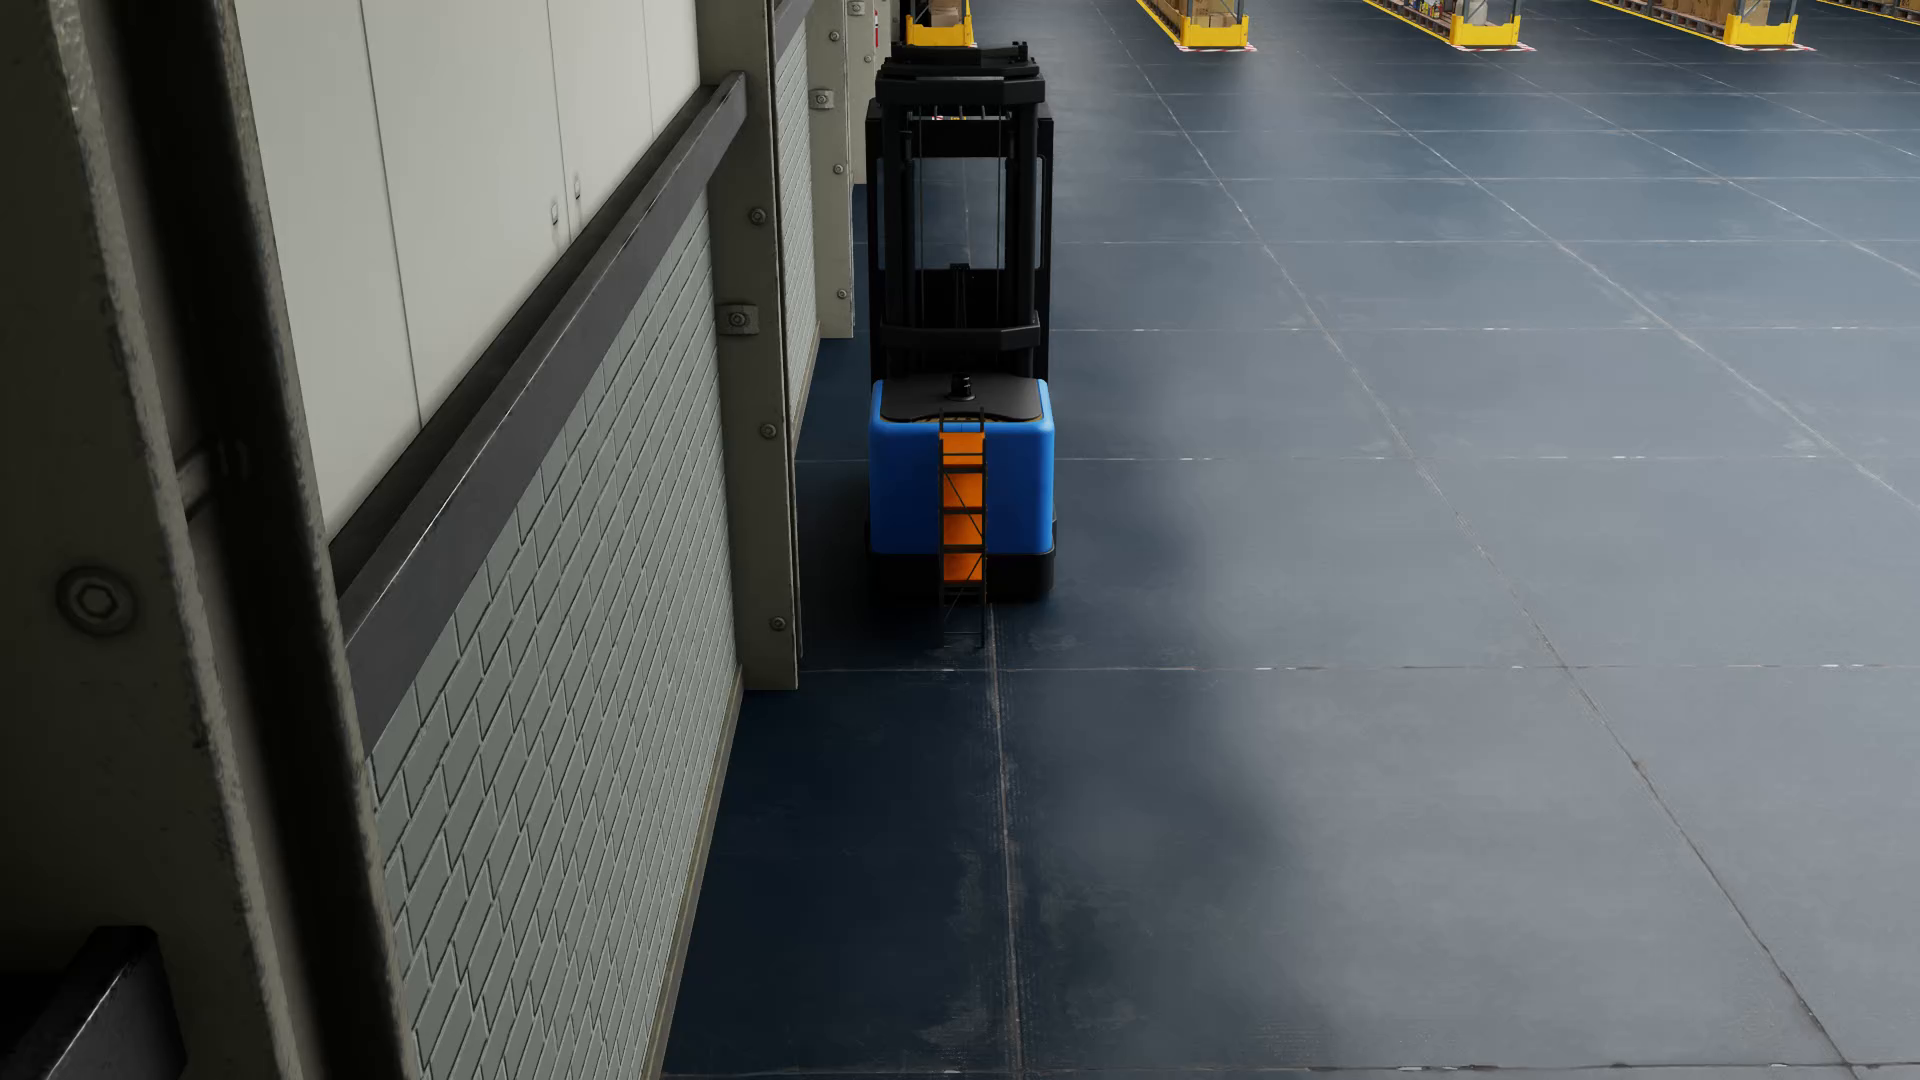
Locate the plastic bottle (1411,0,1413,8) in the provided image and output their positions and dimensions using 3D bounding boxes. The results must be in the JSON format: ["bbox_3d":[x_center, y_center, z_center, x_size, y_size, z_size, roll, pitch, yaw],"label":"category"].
[{"bbox_3d":[9.045,-10.685,33.097,0.097,0.201,0.097,0,24,0],"label":"plastic bottle"}]

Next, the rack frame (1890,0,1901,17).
[{"bbox_3d":[19.391,-11.980,33.097,1.000,3.000,0.127,0,24,-1],"label":"rack frame"}]

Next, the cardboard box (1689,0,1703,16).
[{"bbox_3d":[14.494,-10.395,32.117,0.500,0.500,0.500,-2,24,-5],"label":"cardboard box"}]

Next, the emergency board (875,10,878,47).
[{"bbox_3d":[-1.204,-7.078,22.259,0.194,1.169,0.643,0,24,-1],"label":"emergency board"}]

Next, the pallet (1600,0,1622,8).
[{"bbox_3d":[14.404,-11.553,35.538,1.003,0.211,1.213,0,24,-1],"label":"pallet"}]

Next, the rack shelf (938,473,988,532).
[{"bbox_3d":[0.012,-0.211,8.880,0.258,0.148,0.480,0,24,-1],"label":"rack shelf"}]

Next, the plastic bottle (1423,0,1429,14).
[{"bbox_3d":[9.078,-10.383,32.247,0.144,0.351,0.185,0,24,-1],"label":"plastic bottle"}]

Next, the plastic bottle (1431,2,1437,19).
[{"bbox_3d":[9.043,-10.094,31.691,0.061,0.283,0.133,0,24,1],"label":"plastic bottle"}]

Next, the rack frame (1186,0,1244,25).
[{"bbox_3d":[4.568,-10.308,29.401,1.000,3.000,0.127,0,24,-1],"label":"rack frame"}]

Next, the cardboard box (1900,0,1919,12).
[{"bbox_3d":[19.328,-10.943,32.875,0.875,0.875,0.875,0,24,0],"label":"cardboard box"}]

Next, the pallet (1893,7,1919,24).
[{"bbox_3d":[19.321,-10.395,32.978,1.003,0.211,1.213,0,24,-1],"label":"pallet"}]

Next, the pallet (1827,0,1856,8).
[{"bbox_3d":[19.291,-11.531,35.489,1.003,0.211,1.213,0,24,-1],"label":"pallet"}]

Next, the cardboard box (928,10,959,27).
[{"bbox_3d":[-0.303,-9.545,30.443,0.500,0.311,0.500,-3,25,-7],"label":"cardboard box"}]

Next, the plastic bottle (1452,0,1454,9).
[{"bbox_3d":[9.775,-10.627,32.787,0.144,0.351,0.185,-1,24,-3],"label":"plastic bottle"}]

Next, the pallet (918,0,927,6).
[{"bbox_3d":[-0.439,-10.982,34.276,1.003,0.211,1.213,0,24,-1],"label":"pallet"}]

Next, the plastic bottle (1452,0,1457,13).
[{"bbox_3d":[9.676,-10.452,32.483,0.061,0.283,0.133,0,24,-1],"label":"plastic bottle"}]

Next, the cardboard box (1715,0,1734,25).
[{"bbox_3d":[14.443,-9.907,31.038,0.500,0.500,0.500,6,25,13],"label":"cardboard box"}]

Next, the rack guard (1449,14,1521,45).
[{"bbox_3d":[9.473,-9.221,30.030,1.175,0.500,0.348,0,24,-1],"label":"rack guard"}]

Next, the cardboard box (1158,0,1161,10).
[{"bbox_3d":[4.226,-10.702,33.100,0.500,0.250,0.500,0,24,-1],"label":"cardboard box"}]

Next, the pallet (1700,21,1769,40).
[{"bbox_3d":[14.499,-9.446,30.880,1.003,0.211,1.213,0,24,-1],"label":"pallet"}]

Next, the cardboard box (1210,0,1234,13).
[{"bbox_3d":[4.777,-10.016,30.673,0.500,0.500,0.500,0,24,-1],"label":"cardboard box"}]

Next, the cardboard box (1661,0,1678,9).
[{"bbox_3d":[14.394,-10.886,33.204,0.500,0.500,0.500,-1,24,-2],"label":"cardboard box"}]

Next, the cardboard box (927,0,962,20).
[{"bbox_3d":[-0.267,-10.168,31.592,0.700,0.500,0.500,-2,24,-4],"label":"cardboard box"}]

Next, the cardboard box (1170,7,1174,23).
[{"bbox_3d":[4.242,-9.878,31.277,0.500,0.250,0.500,0,24,-1],"label":"cardboard box"}]

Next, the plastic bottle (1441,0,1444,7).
[{"bbox_3d":[9.628,-10.705,32.961,0.144,0.351,0.185,0,24,-1],"label":"plastic bottle"}]

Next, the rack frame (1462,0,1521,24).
[{"bbox_3d":[9.521,-10.328,29.447,1.000,3.000,0.127,0,24,-1],"label":"rack frame"}]

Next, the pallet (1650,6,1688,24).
[{"bbox_3d":[14.473,-10.452,33.103,1.003,0.211,1.213,0,24,-1],"label":"pallet"}]

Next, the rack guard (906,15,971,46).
[{"bbox_3d":[-0.386,-9.176,29.932,1.175,0.500,0.348,0,24,-1],"label":"rack guard"}]

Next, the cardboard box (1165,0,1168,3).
[{"bbox_3d":[4.227,-10.632,32.034,0.500,0.500,0.500,0,24,-1],"label":"cardboard box"}]

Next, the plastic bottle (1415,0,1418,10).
[{"bbox_3d":[9.071,-10.636,32.807,0.144,0.351,0.185,0,24,1],"label":"plastic bottle"}]

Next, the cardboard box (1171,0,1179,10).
[{"bbox_3d":[4.239,-10.220,31.123,0.500,0.500,0.500,0,24,-1],"label":"cardboard box"}]

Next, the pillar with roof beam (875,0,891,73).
[{"bbox_3d":[3.112,-10.849,23.317,9.100,9.000,0.400,0,24,-1],"label":"pillar with roof beam"}]

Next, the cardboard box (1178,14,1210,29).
[{"bbox_3d":[4.267,-9.466,30.366,0.500,0.250,0.500,0,24,-1],"label":"cardboard box"}]

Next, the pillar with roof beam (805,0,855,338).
[{"bbox_3d":[3.243,-5.904,12.384,9.100,9.000,0.400,0,24,-1],"label":"pillar with roof beam"}]

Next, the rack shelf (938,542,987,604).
[{"bbox_3d":[0.012,0.174,9.054,0.258,0.148,0.480,0,24,-1],"label":"rack shelf"}]

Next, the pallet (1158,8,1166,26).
[{"bbox_3d":[4.491,-10.358,32.895,1.003,0.211,1.213,0,24,-1],"label":"pallet"}]

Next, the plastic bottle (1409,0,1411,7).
[{"bbox_3d":[9.043,-10.801,33.268,0.097,0.271,0.097,0,24,0],"label":"plastic bottle"}]

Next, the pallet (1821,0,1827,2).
[{"bbox_3d":[19.280,-12.032,36.597,1.003,0.211,1.213,0,24,-1],"label":"pallet"}]

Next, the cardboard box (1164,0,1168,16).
[{"bbox_3d":[4.227,-10.290,32.188,0.500,0.250,0.500,0,24,-1],"label":"cardboard box"}]

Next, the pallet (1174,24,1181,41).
[{"bbox_3d":[4.518,-9.352,30.672,1.003,0.211,1.213,0,24,-1],"label":"pallet"}]

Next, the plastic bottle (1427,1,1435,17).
[{"bbox_3d":[9.086,-10.204,31.942,0.152,0.276,0.135,-1,24,-2],"label":"plastic bottle"}]

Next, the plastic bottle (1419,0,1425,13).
[{"bbox_3d":[9.033,-10.459,32.498,0.061,0.283,0.133,1,24,2],"label":"plastic bottle"}]

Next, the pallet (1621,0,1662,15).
[{"bbox_3d":[14.420,-11.049,34.424,1.003,0.211,1.213,0,24,-1],"label":"pallet"}]

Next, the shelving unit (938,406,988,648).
[{"bbox_3d":[0.012,-0.068,8.945,0.258,1.200,0.503,0,24,-1],"label":"shelving unit"}]

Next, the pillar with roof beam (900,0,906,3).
[{"bbox_3d":[2.981,-15.794,34.250,9.100,9.000,0.400,0,24,-1],"label":"pillar with roof beam"}]

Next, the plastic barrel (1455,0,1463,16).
[{"bbox_3d":[9.432,-9.864,30.928,0.421,0.512,0.421,0,24,0],"label":"plastic barrel"}]

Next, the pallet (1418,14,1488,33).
[{"bbox_3d":[9.459,-9.925,31.939,1.003,0.211,1.213,0,24,-1],"label":"pallet"}]

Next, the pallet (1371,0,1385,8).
[{"bbox_3d":[9.414,-11.534,35.495,1.003,0.211,1.213,0,24,-1],"label":"pallet"}]

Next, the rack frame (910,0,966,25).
[{"bbox_3d":[-0.385,-10.284,29.348,1.000,3.000,0.127,0,24,-1],"label":"rack frame"}]

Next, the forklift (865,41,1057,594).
[{"bbox_3d":[-0.006,-1.592,10.213,1.130,2.935,3.031,0,24,-1],"label":"forklift"}]

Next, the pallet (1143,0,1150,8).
[{"bbox_3d":[4.461,-11.493,35.405,1.003,0.211,1.213,0,24,-1],"label":"pallet"}]

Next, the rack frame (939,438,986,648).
[{"bbox_3d":[0.015,0.032,8.723,0.240,1.200,0.015,0,24,-1],"label":"rack frame"}]
